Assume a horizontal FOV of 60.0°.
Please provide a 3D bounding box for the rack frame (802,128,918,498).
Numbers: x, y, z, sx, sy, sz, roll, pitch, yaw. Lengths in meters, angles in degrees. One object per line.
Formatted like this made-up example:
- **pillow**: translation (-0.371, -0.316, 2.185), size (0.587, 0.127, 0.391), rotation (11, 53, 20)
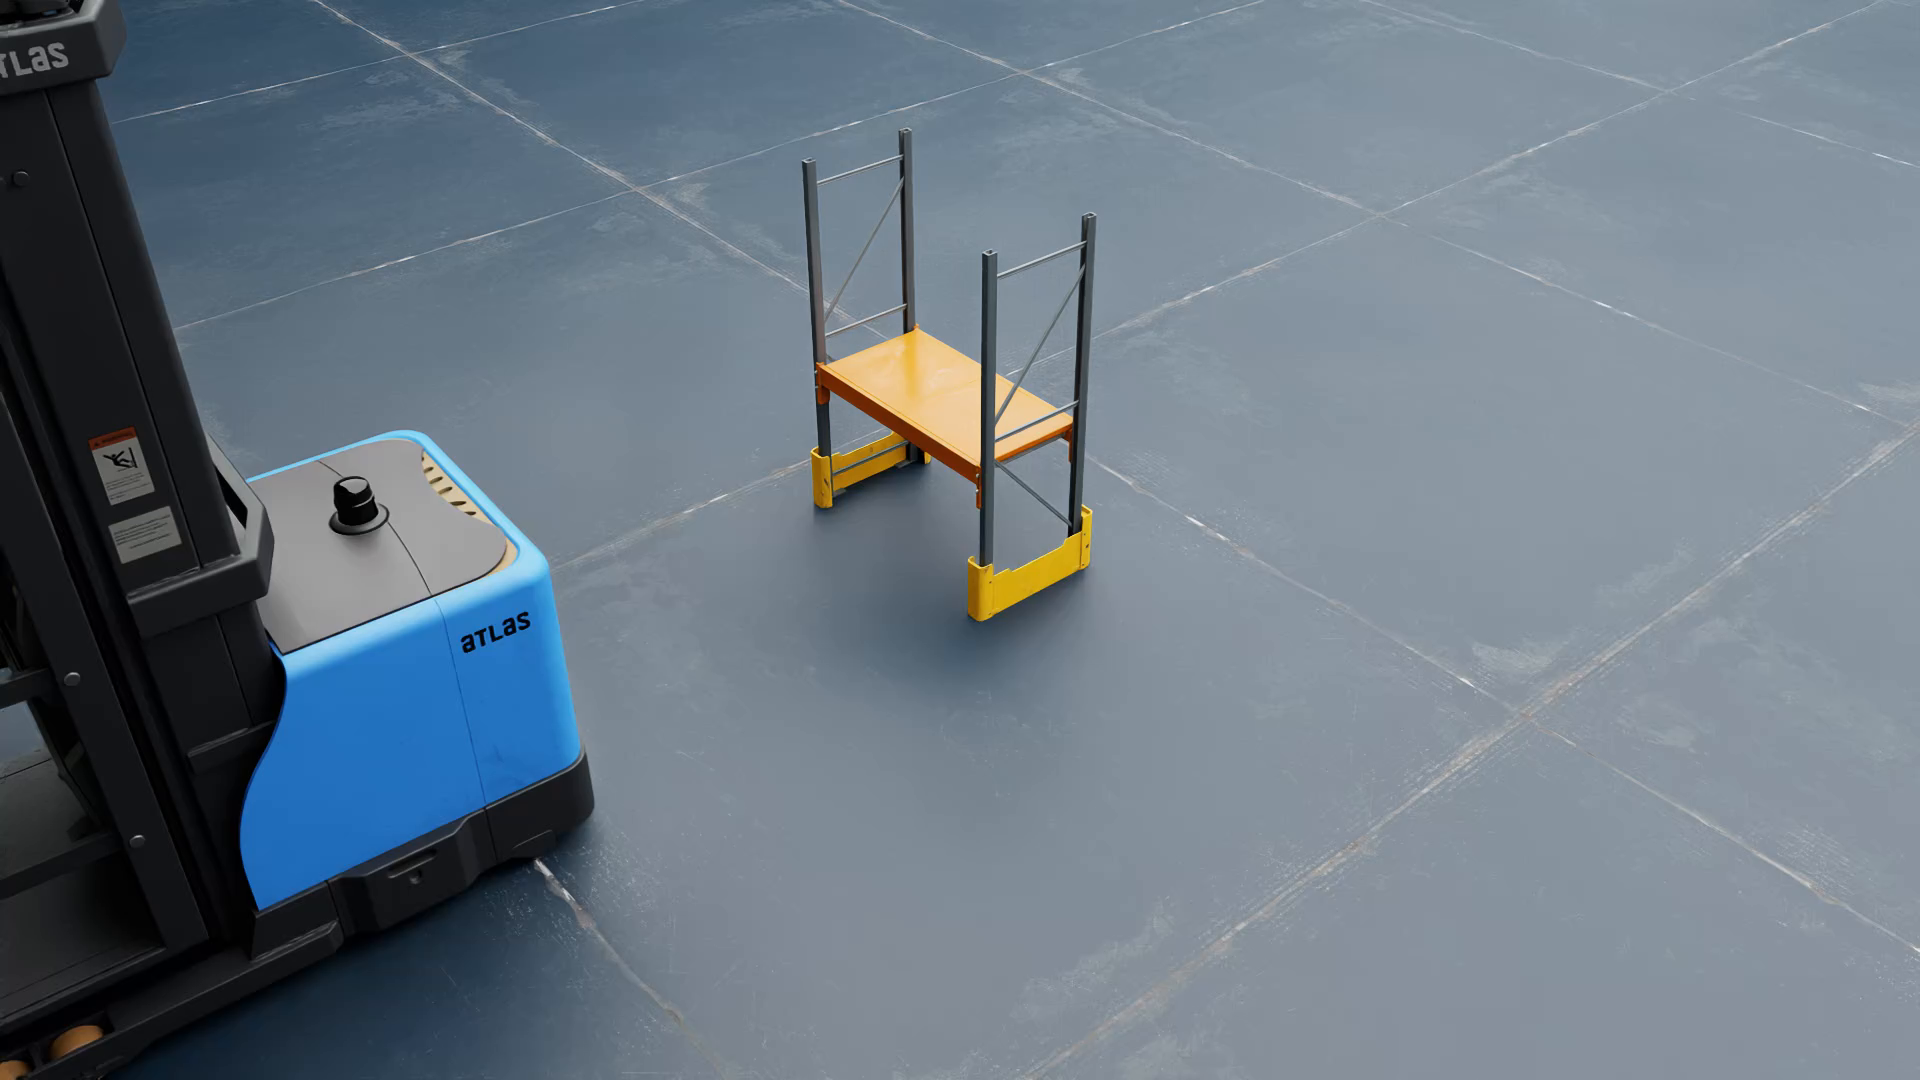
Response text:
- **rack frame**: translation (-0.383, -0.874, 6.687), size (0.500, 1.500, 0.032), rotation (-26, 43, -32)

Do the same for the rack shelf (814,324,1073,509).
- **rack shelf**: translation (-0.055, -0.503, 6.474), size (0.538, 0.185, 1.000), rotation (-26, 43, -32)

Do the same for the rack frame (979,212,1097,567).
- **rack frame**: translation (0.273, -0.425, 6.053), size (0.500, 1.500, 0.032), rotation (-26, 43, -32)

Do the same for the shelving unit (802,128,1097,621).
- **shelving unit**: translation (-0.049, -0.646, 6.364), size (0.587, 1.500, 1.083), rotation (-26, 43, -32)

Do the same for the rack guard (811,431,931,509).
- **rack guard**: translation (-0.371, -0.356, 7.036), size (0.587, 0.250, 0.087), rotation (-26, 43, -32)

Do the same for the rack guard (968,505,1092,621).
- **rack guard**: translation (0.272, 0.084, 6.415), size (0.587, 0.250, 0.087), rotation (-26, 43, -32)

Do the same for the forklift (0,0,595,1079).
- **forklift**: translation (-2.663, 0.038, 4.160), size (3.031, 2.935, 1.130), rotation (-24, 42, -30)
